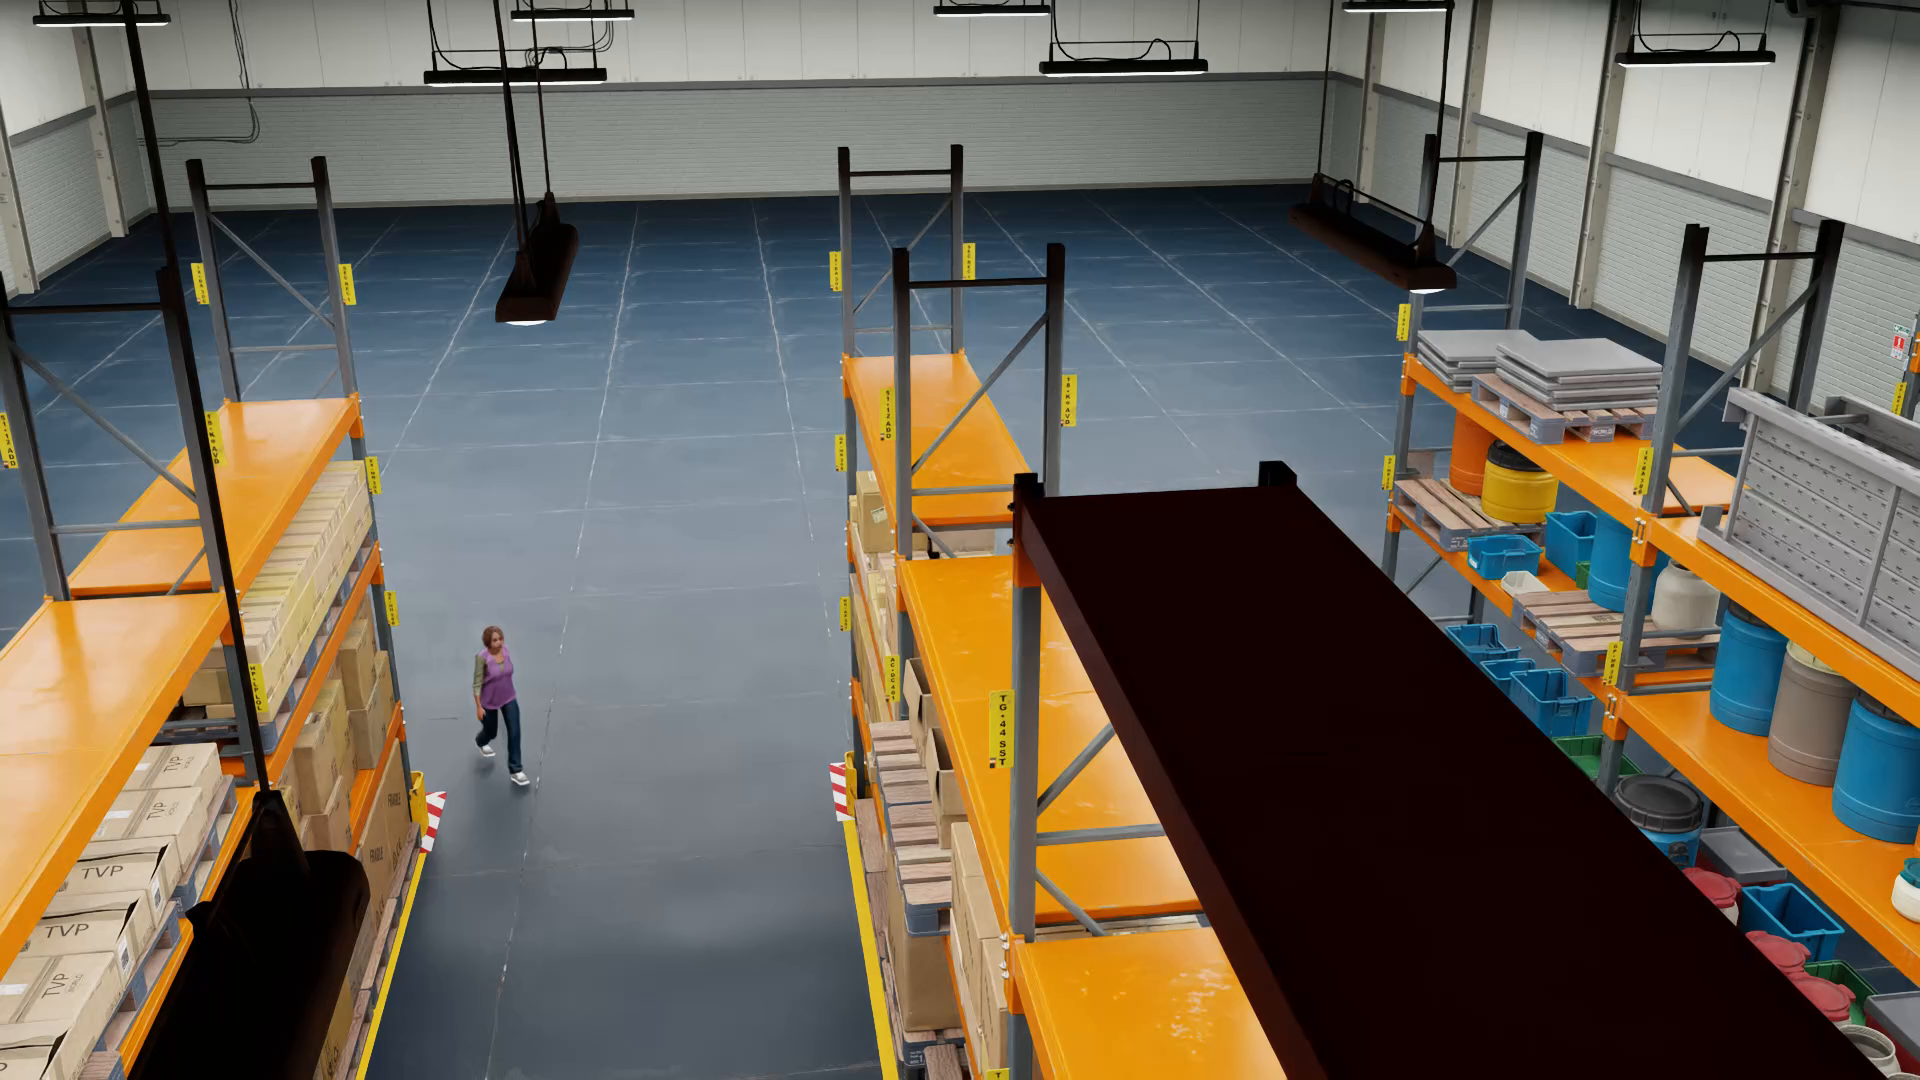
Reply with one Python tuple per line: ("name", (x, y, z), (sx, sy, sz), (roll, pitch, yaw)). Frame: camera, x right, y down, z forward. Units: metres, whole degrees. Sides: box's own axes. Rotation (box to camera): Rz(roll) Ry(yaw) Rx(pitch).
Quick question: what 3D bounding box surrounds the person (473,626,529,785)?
("person", (-4.396, 1.508, 15.690), (0.415, 1.557, 0.832), (-15, 26, -34))
